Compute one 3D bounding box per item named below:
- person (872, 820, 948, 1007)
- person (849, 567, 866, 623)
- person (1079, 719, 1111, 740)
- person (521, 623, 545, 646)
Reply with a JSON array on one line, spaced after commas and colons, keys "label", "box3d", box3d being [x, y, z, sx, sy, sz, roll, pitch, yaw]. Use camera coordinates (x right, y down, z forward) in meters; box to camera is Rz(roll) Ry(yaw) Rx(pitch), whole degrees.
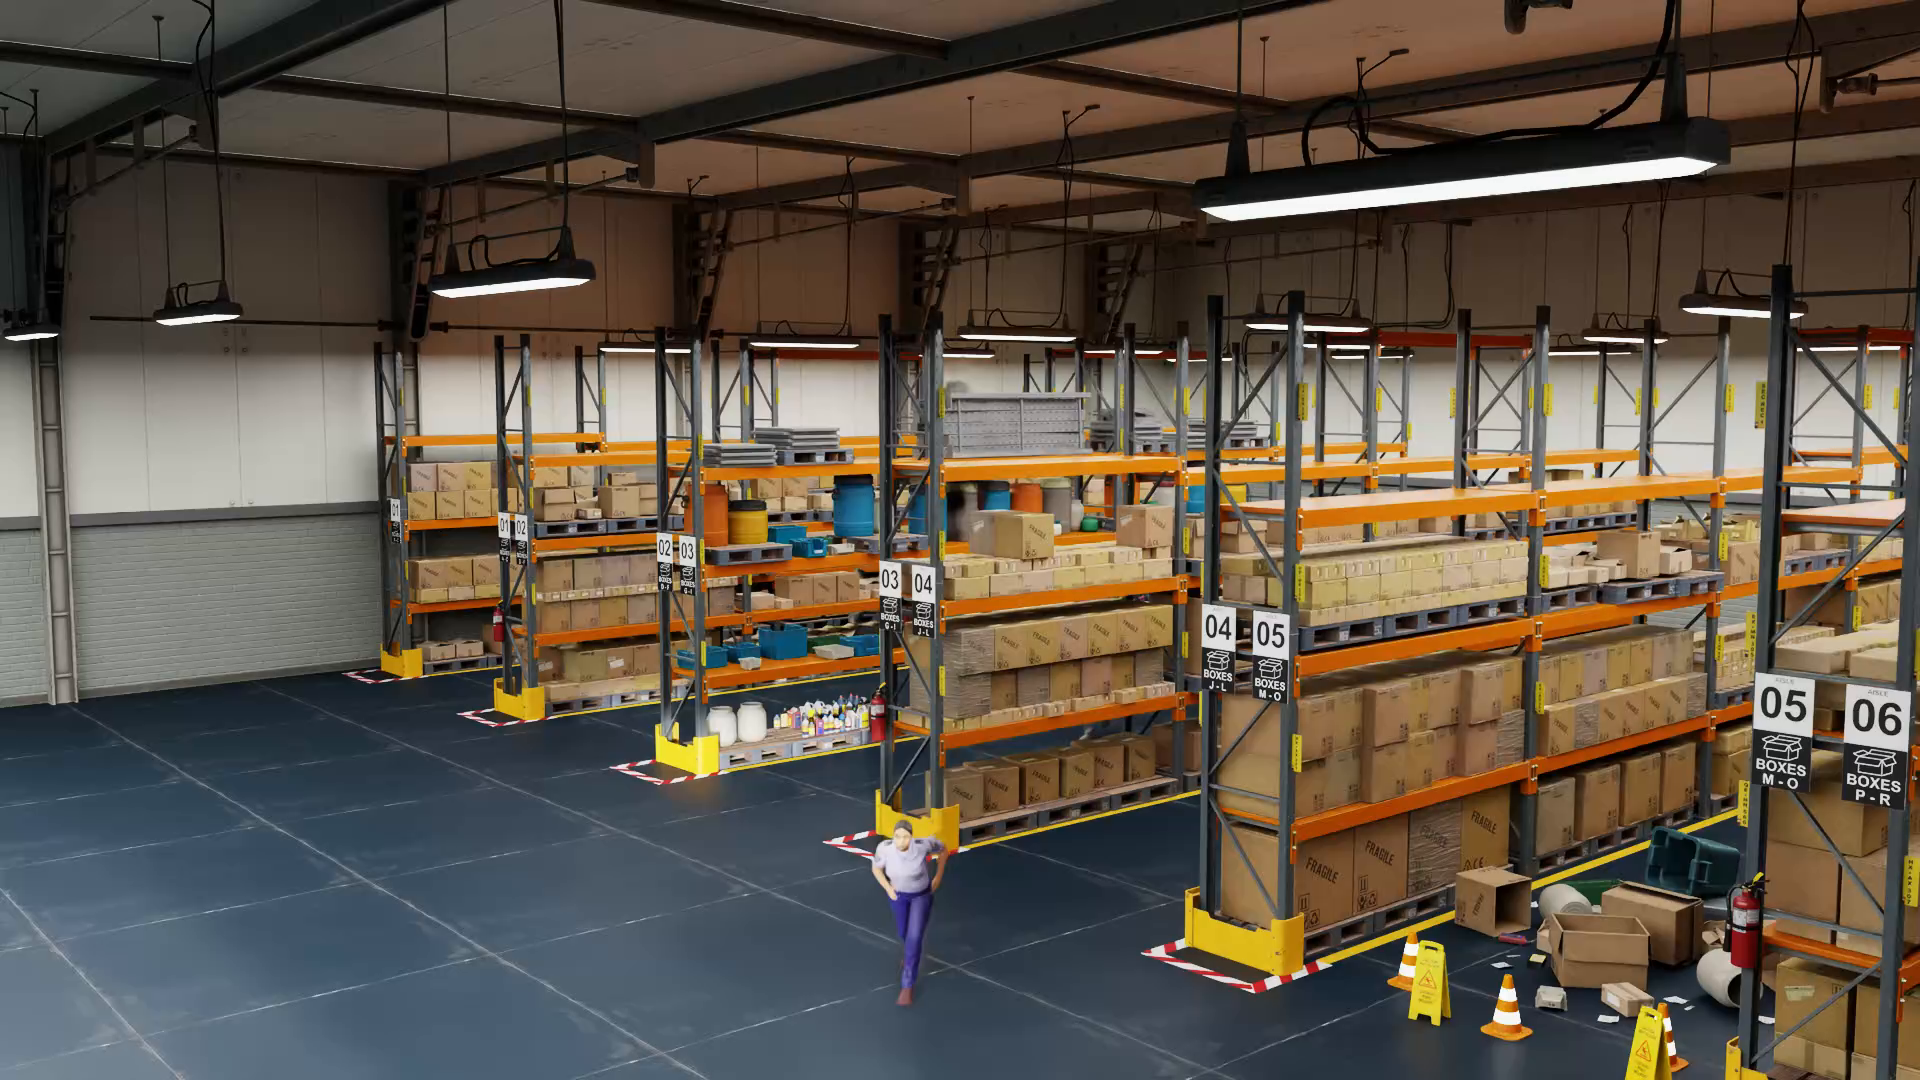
[{"label": "person", "box3d": [-0.419, 3.110, 14.342, 0.648, 1.612, 0.967, 0, 5, 5]}, {"label": "person", "box3d": [-2.051, 1.352, 32.924, 0.524, 1.658, 0.612, -4, 6, -35]}, {"label": "person", "box3d": [1.969, 2.079, 24.567, 0.702, 1.726, 0.598, 5, 7, 44]}, {"label": "person", "box3d": [-7.308, 1.726, 28.937, 0.607, 1.705, 0.802, 4, 7, 40]}]
